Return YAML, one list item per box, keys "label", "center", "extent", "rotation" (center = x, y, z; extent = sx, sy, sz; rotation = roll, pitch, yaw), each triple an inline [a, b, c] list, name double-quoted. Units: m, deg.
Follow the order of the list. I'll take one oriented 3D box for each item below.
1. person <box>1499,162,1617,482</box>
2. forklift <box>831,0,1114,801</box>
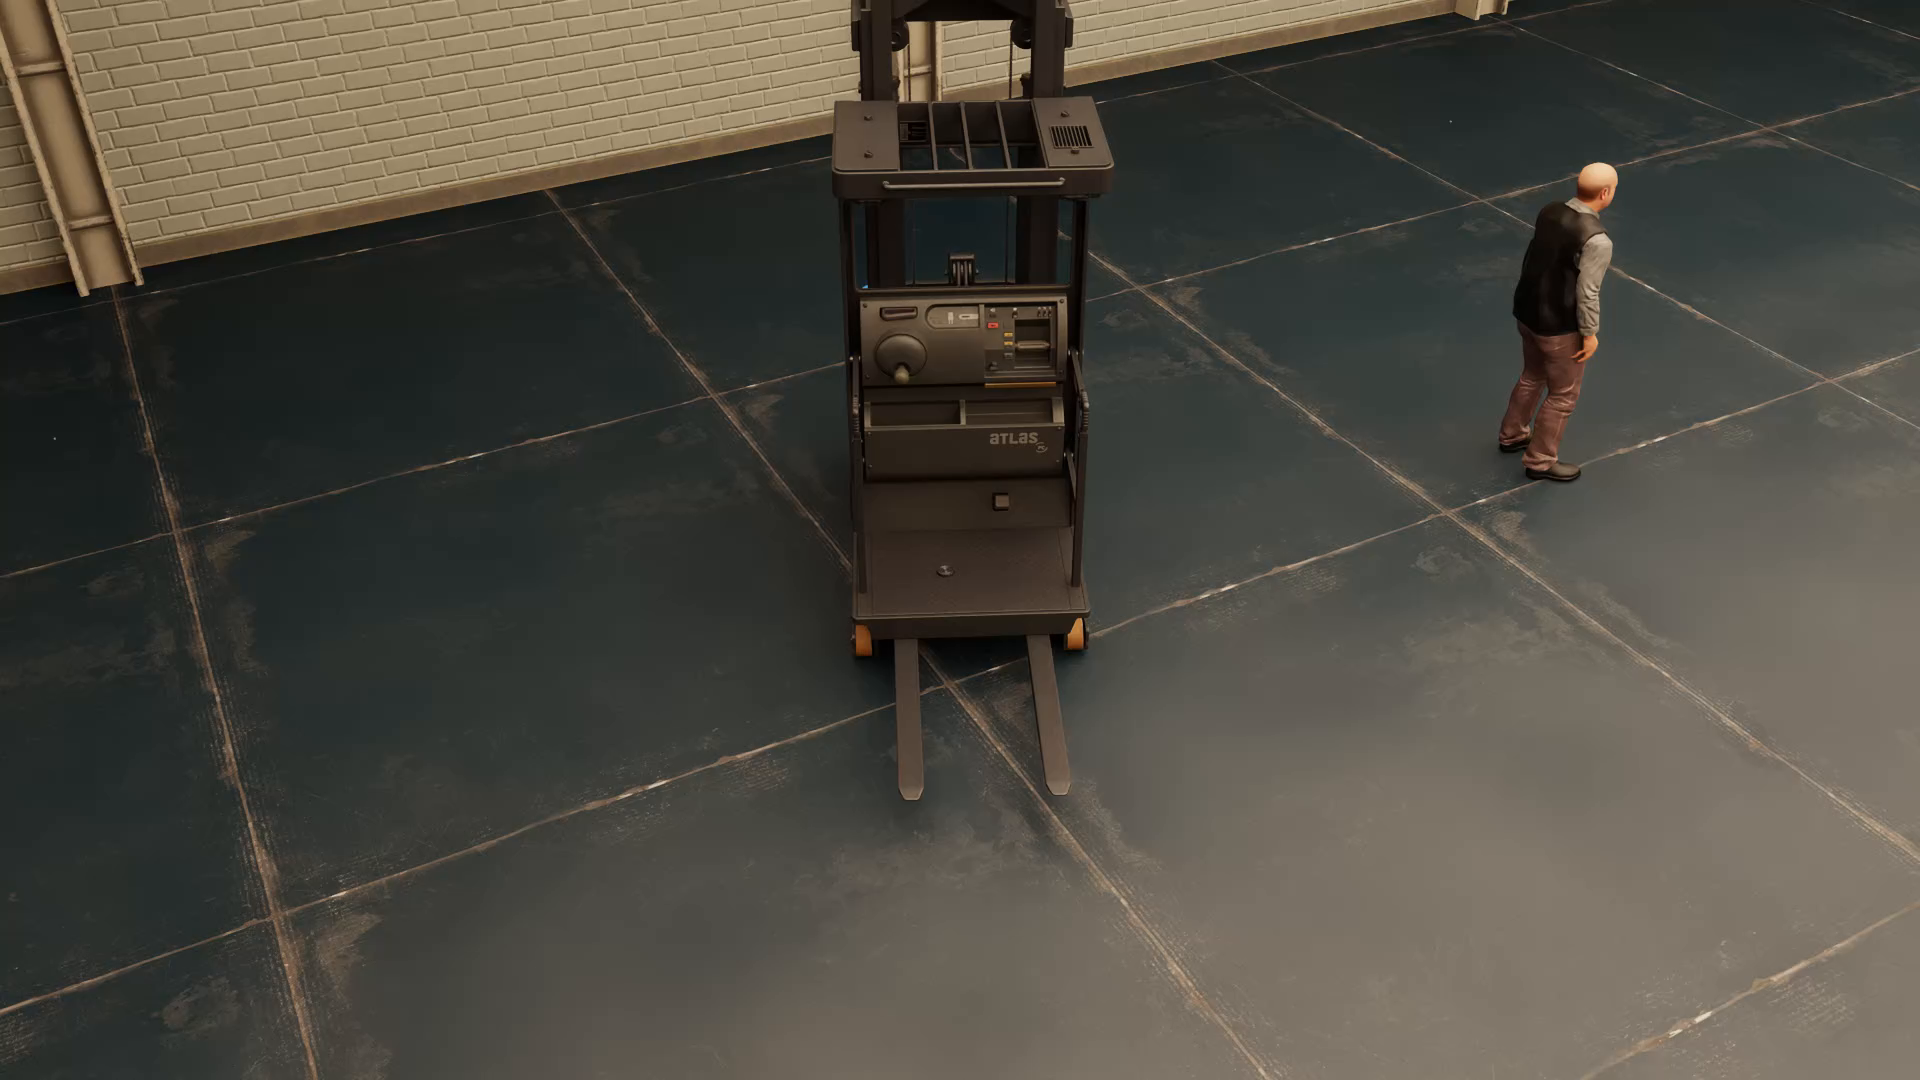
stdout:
- label: "person"
  center: [3.157, -1.163, 8.819]
  extent: [0.427, 1.720, 0.586]
  rotation: [-9, 36, -13]
- label: "forklift"
  center: [0.031, -0.837, 7.307]
  extent: [1.130, 2.935, 3.031]
  rotation: [-2, 35, -2]
